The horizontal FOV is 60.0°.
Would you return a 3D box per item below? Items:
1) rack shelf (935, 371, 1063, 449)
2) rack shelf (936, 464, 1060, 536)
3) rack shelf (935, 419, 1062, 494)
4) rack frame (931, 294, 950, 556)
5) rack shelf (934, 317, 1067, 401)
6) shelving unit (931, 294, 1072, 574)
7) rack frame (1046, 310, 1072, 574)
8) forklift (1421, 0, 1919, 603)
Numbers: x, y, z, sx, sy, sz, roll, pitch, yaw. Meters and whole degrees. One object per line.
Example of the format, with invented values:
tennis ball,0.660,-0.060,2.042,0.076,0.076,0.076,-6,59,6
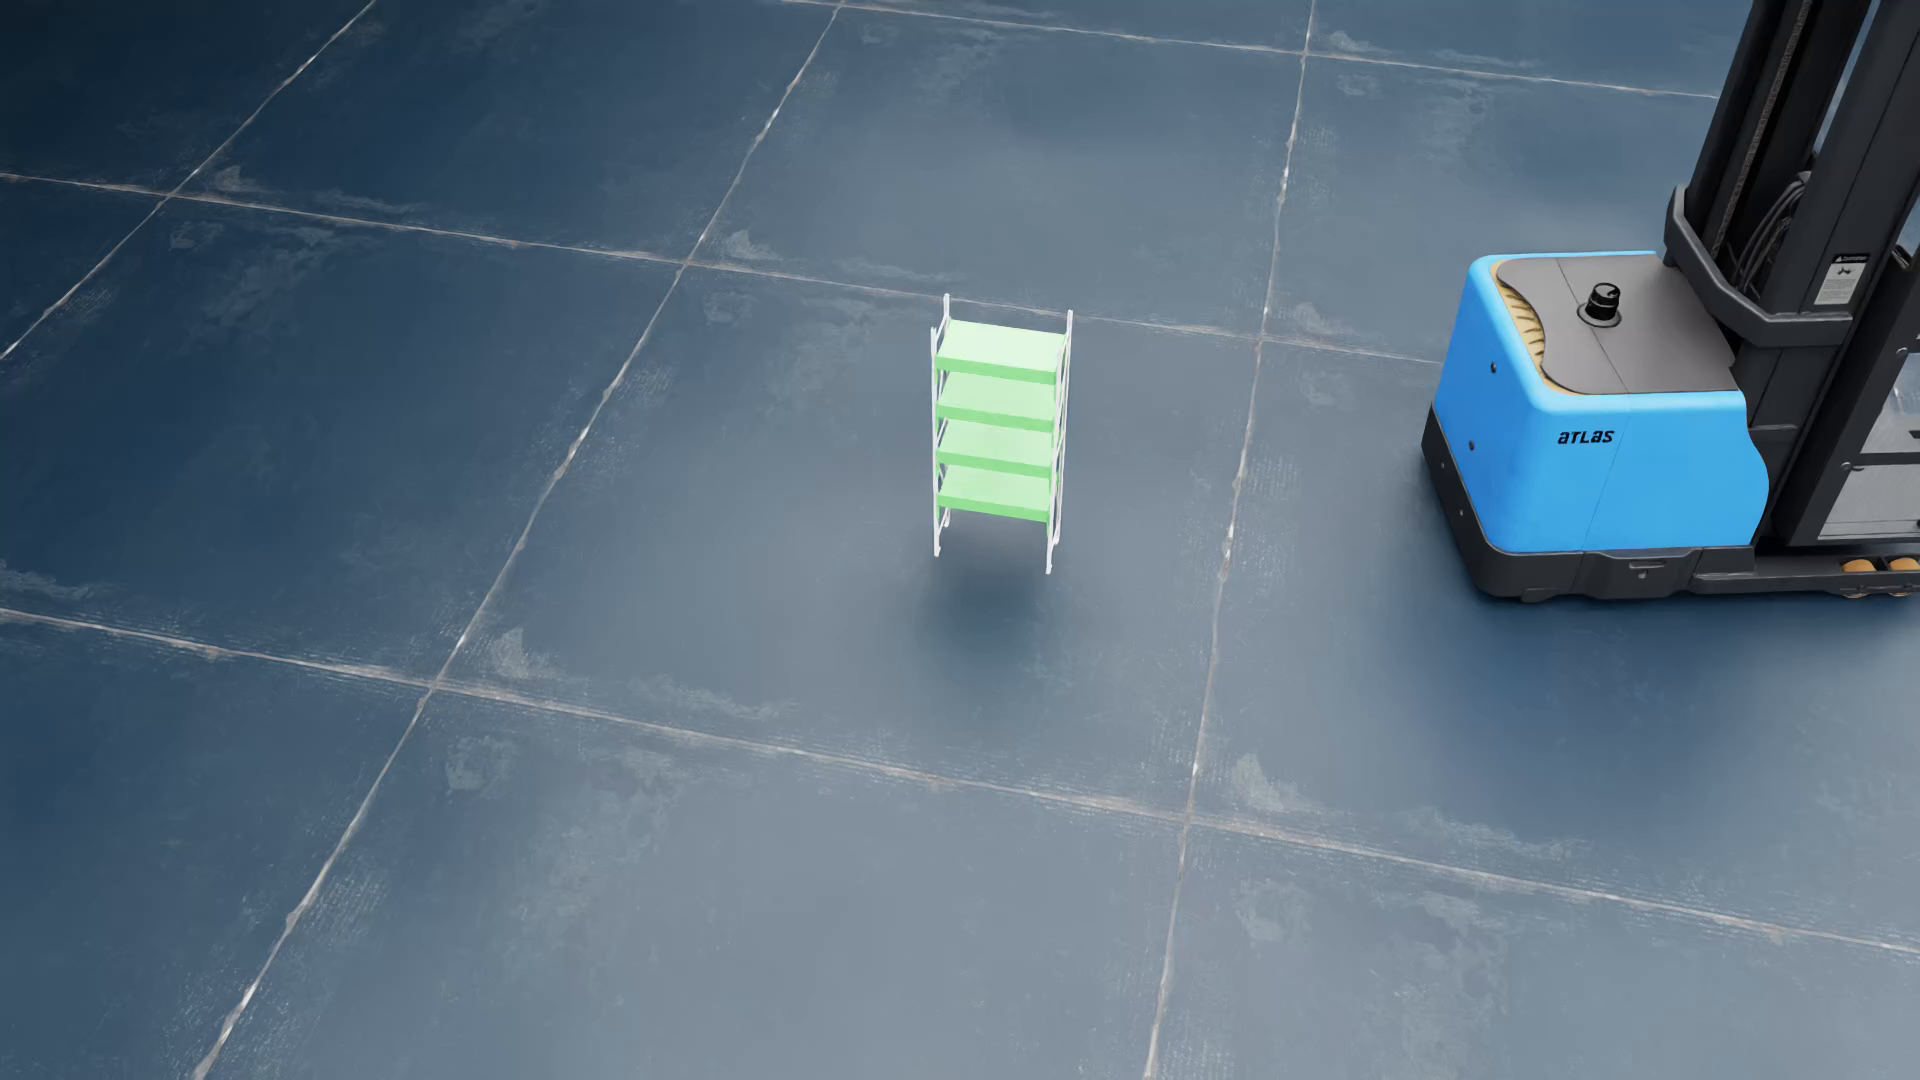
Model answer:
rack shelf,0.162,-0.534,6.646,0.480,0.148,0.258,9,45,9
rack shelf,0.162,-0.188,6.979,0.480,0.148,0.258,9,45,9
rack shelf,0.162,-0.361,6.812,0.480,0.148,0.258,9,45,9
rack frame,-0.077,-0.444,6.806,0.015,1.200,0.240,9,45,9
rack shelf,0.162,-0.707,6.479,0.480,0.148,0.258,9,45,9
shelving unit,0.162,-0.407,6.768,0.503,1.200,0.258,9,45,9
rack frame,0.400,-0.370,6.730,0.015,1.200,0.240,9,45,9
forklift,3.626,-1.182,6.324,3.031,2.935,1.130,-2,44,-2
